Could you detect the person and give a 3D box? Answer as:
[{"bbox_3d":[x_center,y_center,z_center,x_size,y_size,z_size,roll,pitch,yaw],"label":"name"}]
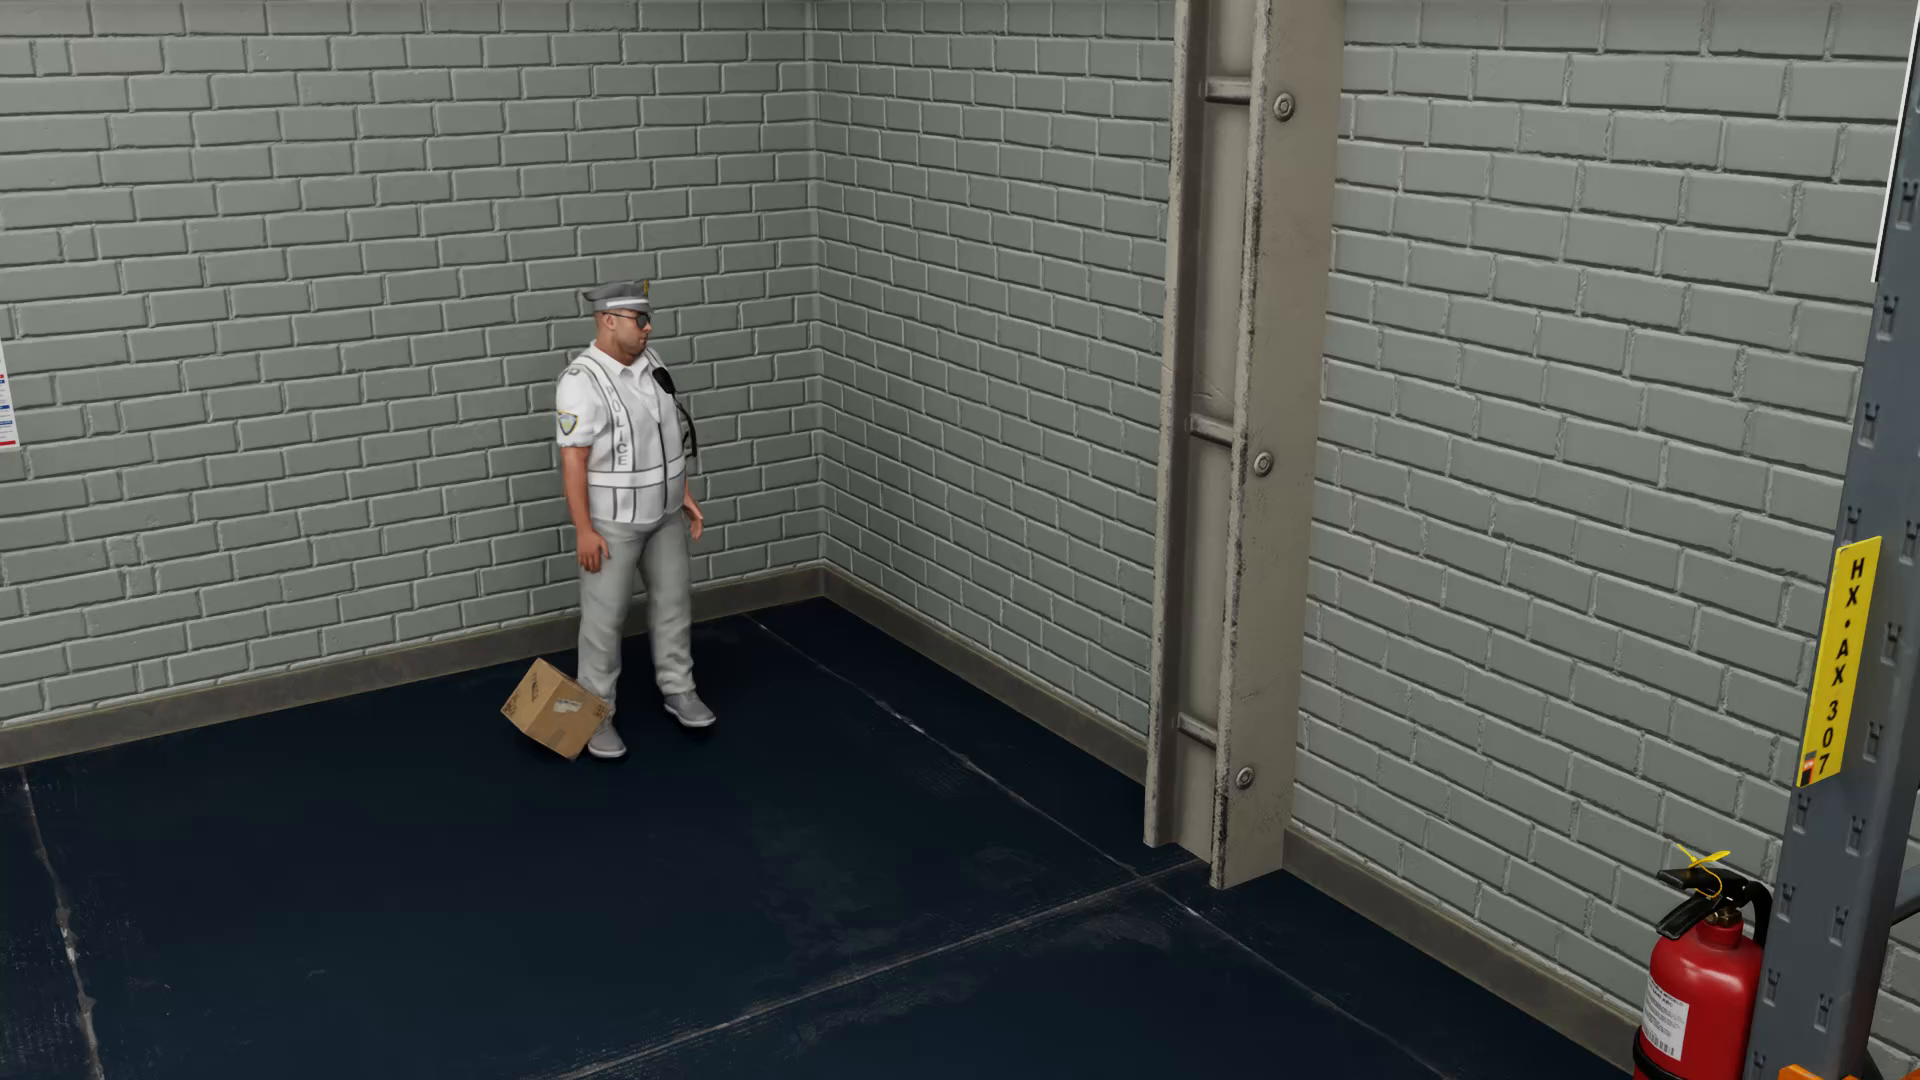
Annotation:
[{"bbox_3d":[-1.227,-0.091,6.232,0.499,1.769,0.572,12,21,32],"label":"person"}]
